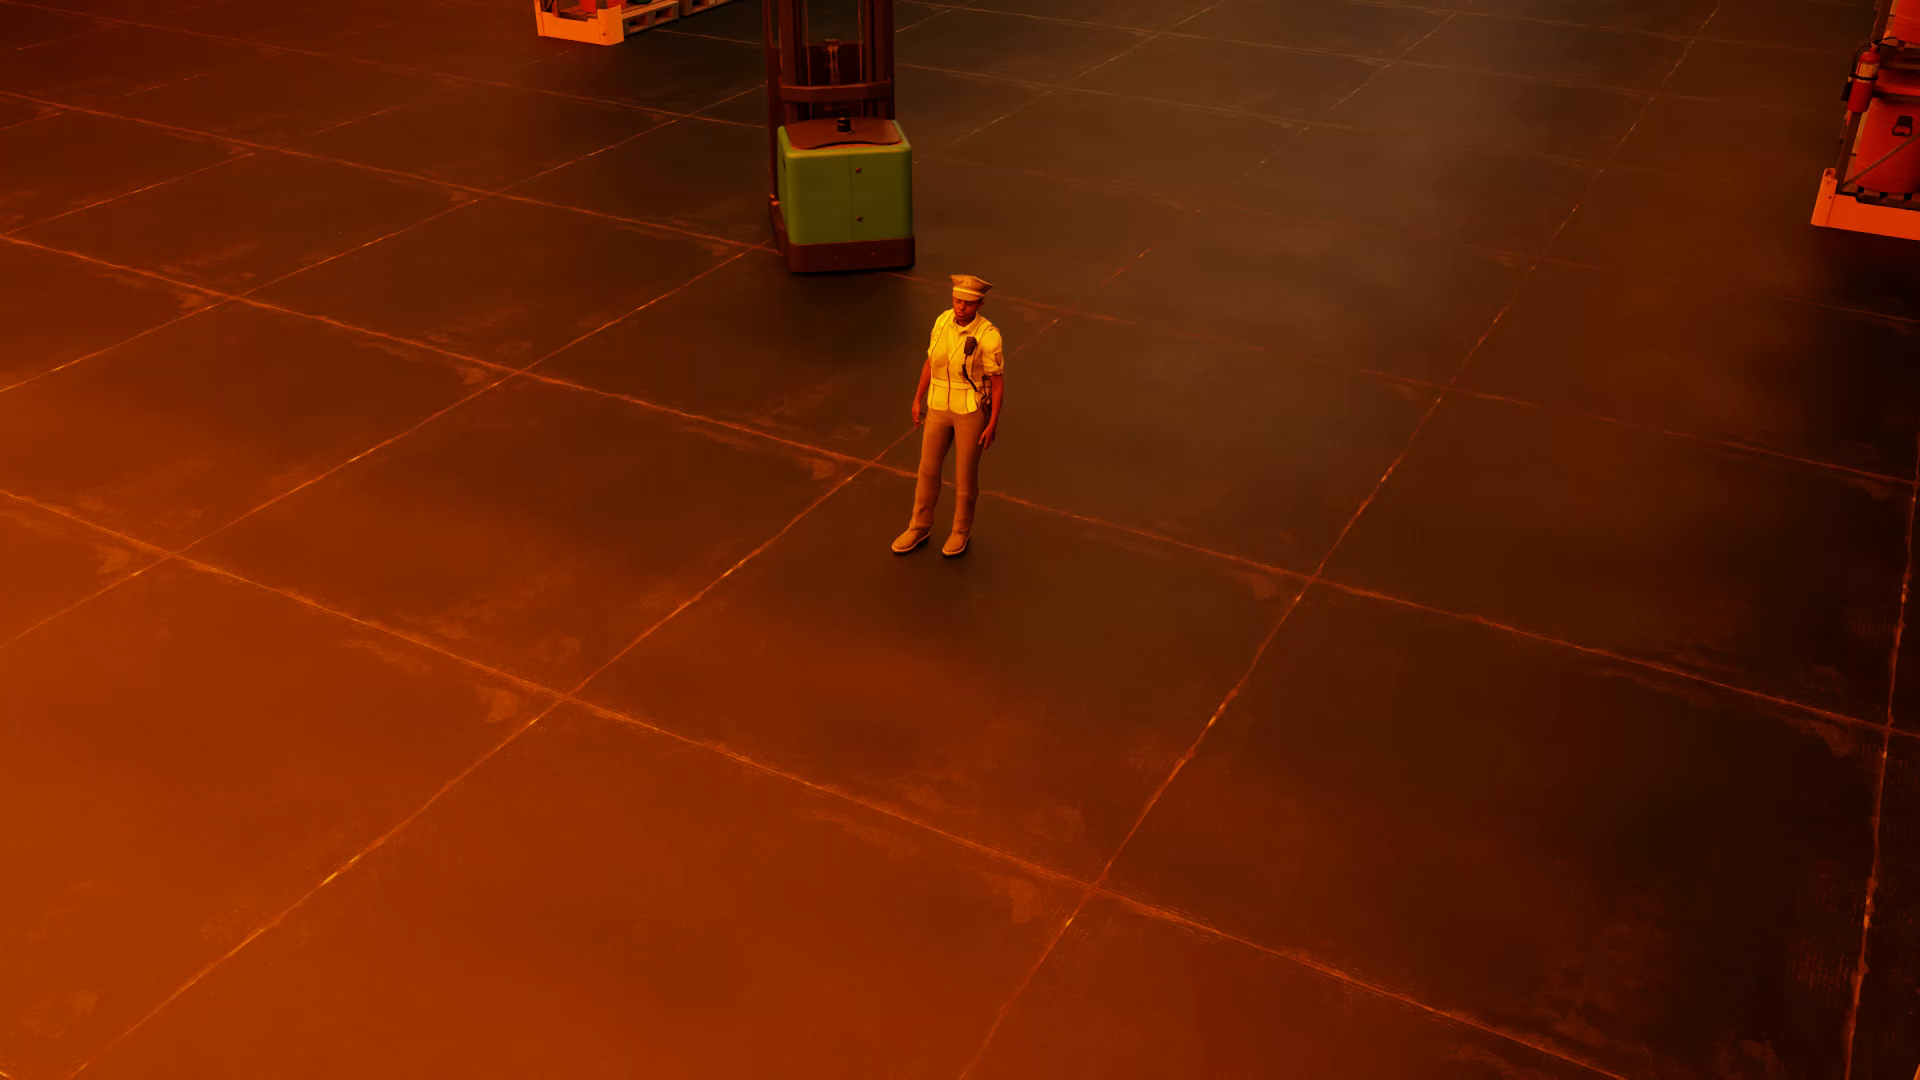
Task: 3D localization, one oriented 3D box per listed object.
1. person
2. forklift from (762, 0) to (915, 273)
[{"bbox_3d":[-0.054,-0.708,9.530,0.569,1.684,0.530,15,33,25],"label":"person"},{"bbox_3d":[-1.150,-4.184,14.321,1.130,2.935,3.031,-5,30,-9],"label":"forklift"}]
